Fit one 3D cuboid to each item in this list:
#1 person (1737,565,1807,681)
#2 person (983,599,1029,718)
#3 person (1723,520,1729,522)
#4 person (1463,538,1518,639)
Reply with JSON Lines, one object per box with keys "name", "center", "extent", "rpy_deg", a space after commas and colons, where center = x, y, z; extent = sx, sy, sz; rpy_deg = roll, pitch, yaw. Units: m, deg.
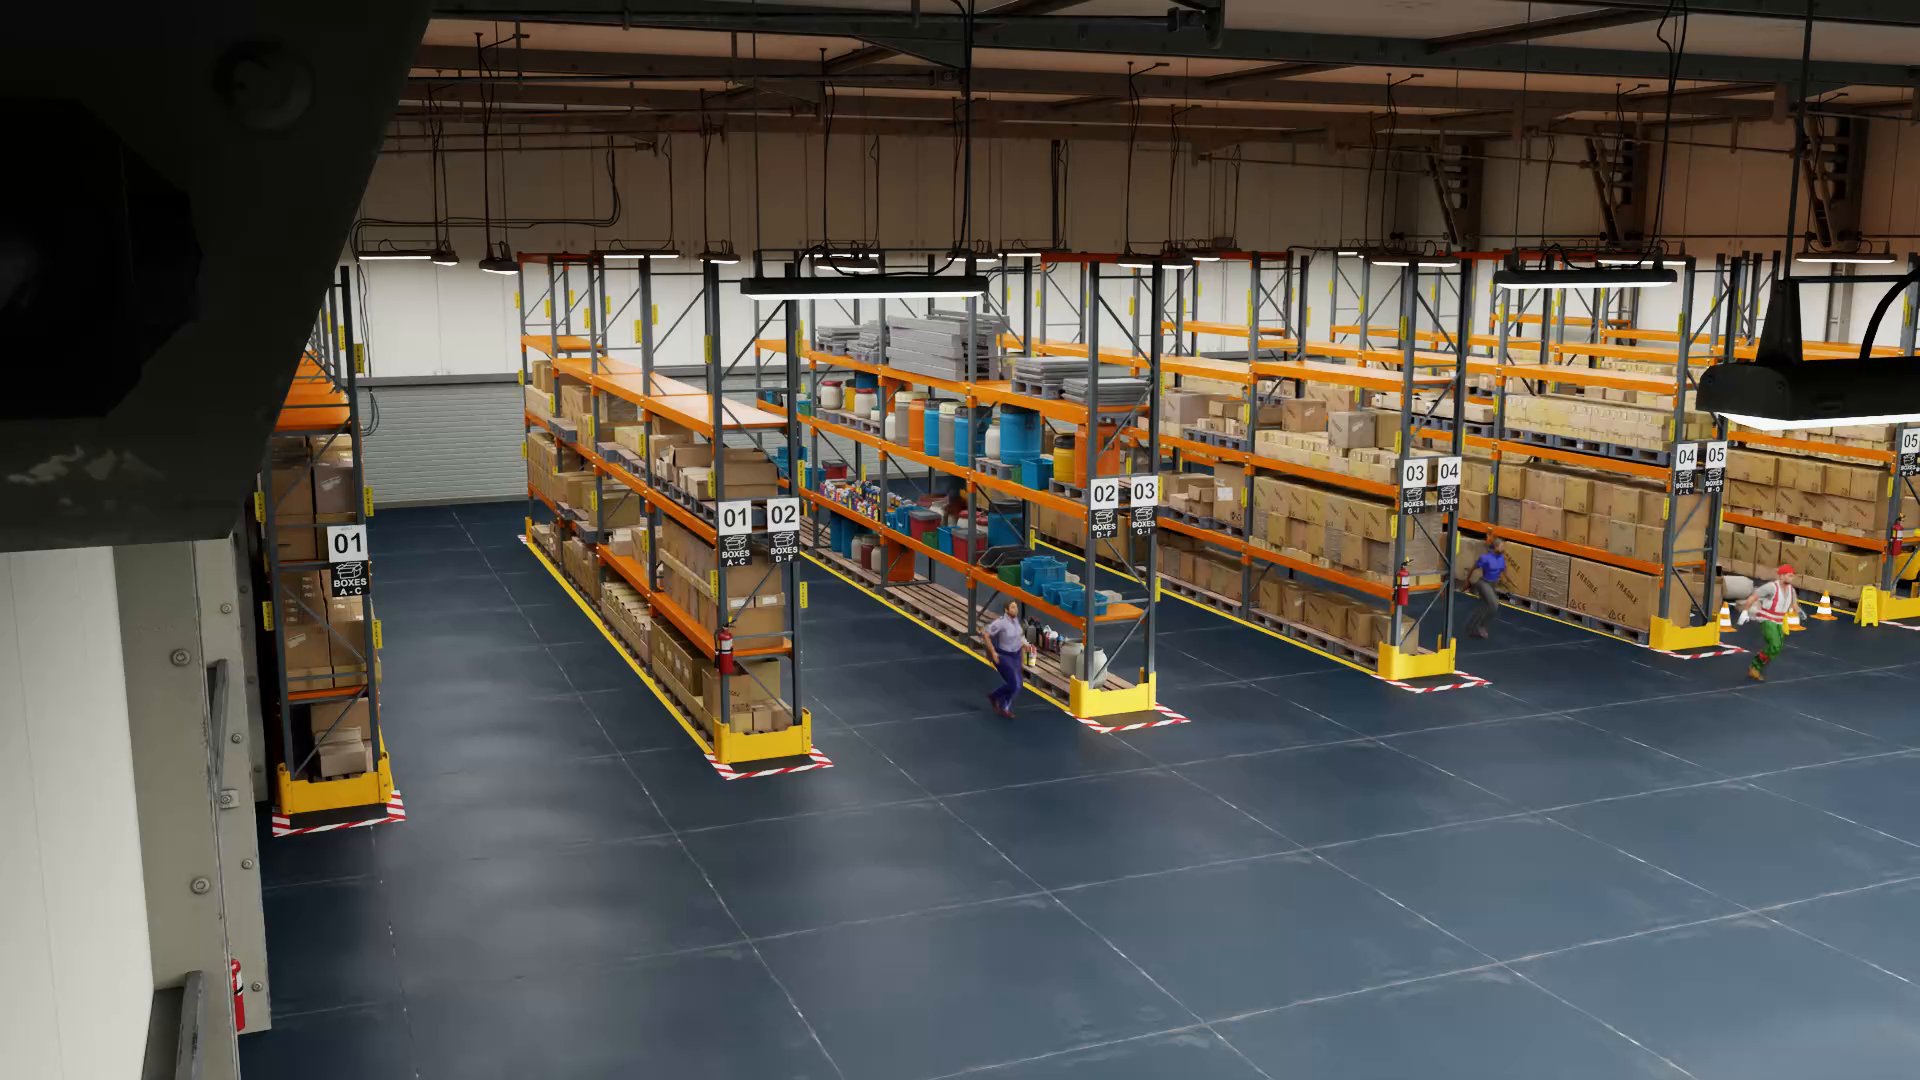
{"name": "person", "center": [11.731, 1.207, 23.885], "extent": [0.858, 1.695, 0.661], "rpy_deg": [-6, 12, -30]}
{"name": "person", "center": [0.653, 1.586, 22.027], "extent": [0.560, 1.602, 0.625], "rpy_deg": [8, 13, 36]}
{"name": "person", "center": [15.281, -0.428, 33.174], "extent": [0.539, 1.526, 0.554], "rpy_deg": [-6, 12, -28]}
{"name": "person", "center": [8.426, 0.751, 26.391], "extent": [0.532, 1.604, 0.808], "rpy_deg": [-9, 14, -41]}
